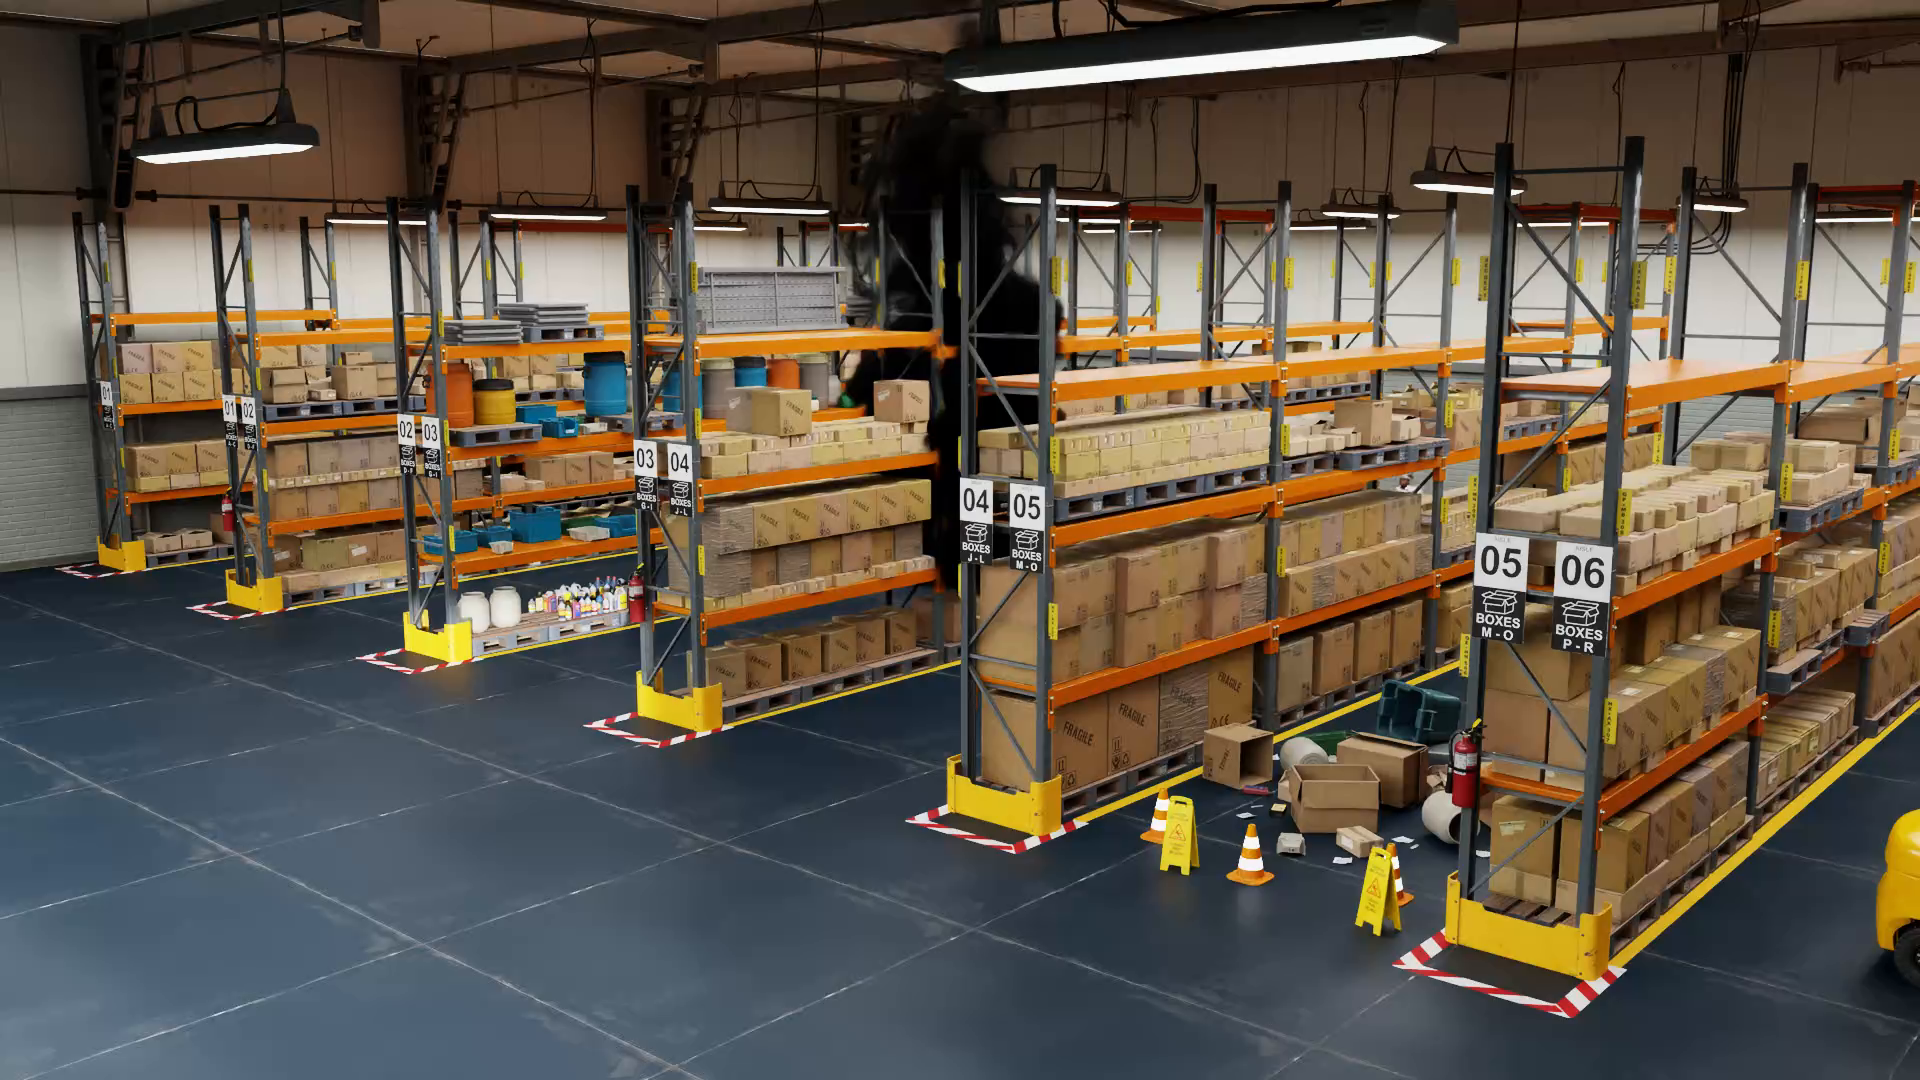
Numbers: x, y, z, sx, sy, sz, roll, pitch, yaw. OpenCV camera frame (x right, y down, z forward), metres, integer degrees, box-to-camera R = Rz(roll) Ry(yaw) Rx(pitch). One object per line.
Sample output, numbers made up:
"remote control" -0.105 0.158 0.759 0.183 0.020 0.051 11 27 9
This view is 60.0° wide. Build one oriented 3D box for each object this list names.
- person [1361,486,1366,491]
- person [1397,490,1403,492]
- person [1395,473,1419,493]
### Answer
"person" 6.680 -0.133 27.405 0.559 1.569 0.578 6 11 34
"person" 6.628 0.117 25.264 0.624 1.773 0.775 8 13 41
"person" 7.612 -0.365 28.506 0.591 1.648 0.579 7 12 36
